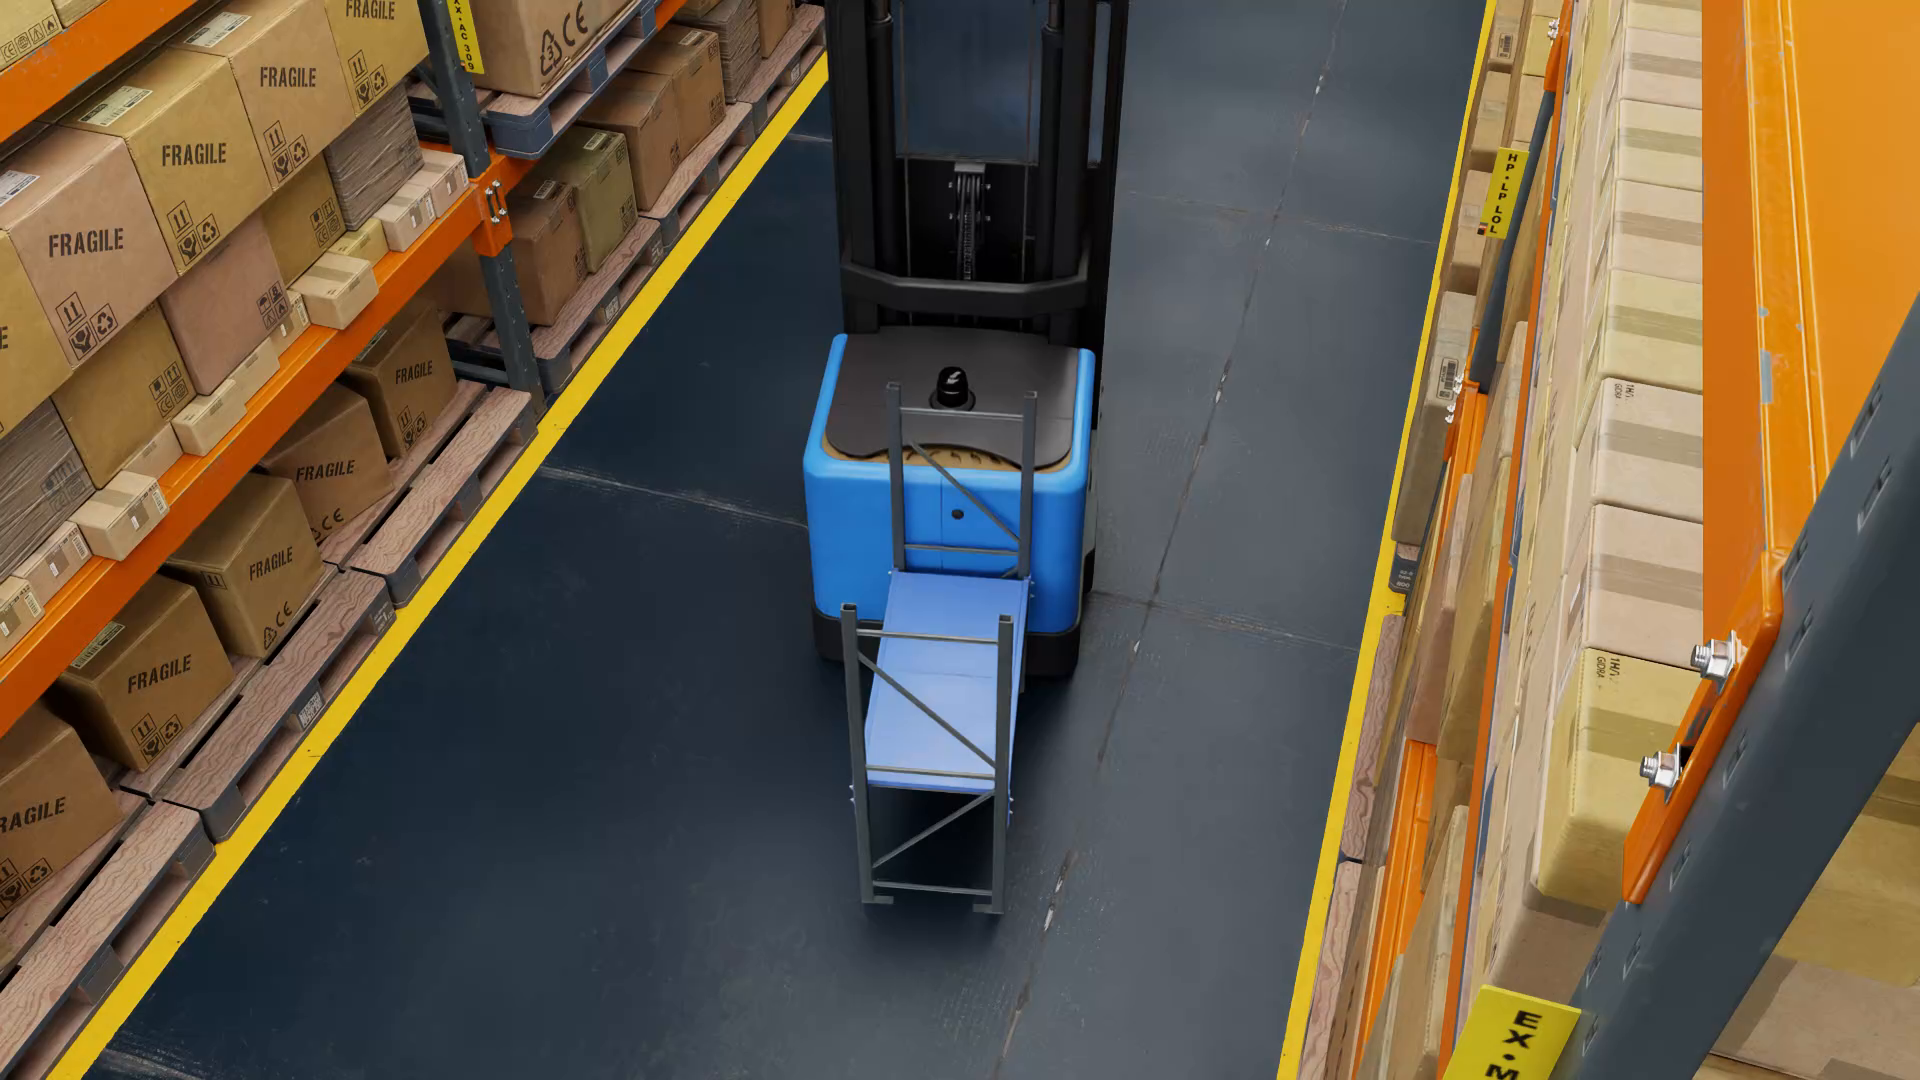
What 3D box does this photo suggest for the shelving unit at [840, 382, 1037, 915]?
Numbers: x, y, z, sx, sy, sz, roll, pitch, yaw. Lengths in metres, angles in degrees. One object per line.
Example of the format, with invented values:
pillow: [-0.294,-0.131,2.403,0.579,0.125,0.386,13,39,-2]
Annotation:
shelving unit: [-0.045,0.392,5.676,0.538,1.500,1.048,4,45,4]

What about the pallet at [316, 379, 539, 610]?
pallet: [-2.589,-0.290,7.294,1.003,0.211,1.213,13,46,13]

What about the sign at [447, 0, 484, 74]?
sign: [-1.900,-1.941,6.369,0.100,0.325,0.005,13,46,13]

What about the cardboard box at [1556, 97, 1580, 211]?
cardboard box: [1.459,-0.772,3.456,0.380,0.149,0.250,13,46,13]

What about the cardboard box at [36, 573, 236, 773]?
cardboard box: [-3.069,0.436,6.045,0.500,0.500,0.500,17,47,16]

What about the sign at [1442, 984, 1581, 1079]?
sign: [0.553,0.558,1.713,0.100,0.325,0.005,13,46,13]

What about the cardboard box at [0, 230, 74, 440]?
cardboard box: [-2.896,-0.549,4.566,0.500,0.500,0.500,13,46,13]

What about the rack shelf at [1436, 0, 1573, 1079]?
rack shelf: [1.672,-0.106,3.482,1.077,0.370,4.000,13,46,13]

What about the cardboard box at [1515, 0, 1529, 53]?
cardboard box: [2.791,-2.408,7.394,0.500,0.500,0.500,13,46,12]

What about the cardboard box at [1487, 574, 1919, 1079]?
cardboard box: [0.948,0.347,2.028,0.500,0.250,0.500,13,46,13]

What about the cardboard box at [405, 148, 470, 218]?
cardboard box: [-2.204,-1.446,6.662,0.380,0.149,0.250,13,46,13]

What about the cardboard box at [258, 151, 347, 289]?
cardboard box: [-2.799,-1.271,6.019,0.875,0.500,0.500,13,46,13]

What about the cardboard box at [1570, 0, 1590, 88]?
cardboard box: [1.613,-1.115,3.807,0.380,0.149,0.250,12,46,12]

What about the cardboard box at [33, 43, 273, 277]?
cardboard box: [-2.596,-1.216,5.248,0.500,0.500,0.500,13,46,13]

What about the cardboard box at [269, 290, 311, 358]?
cardboard box: [-2.593,-0.799,6.000,0.380,0.149,0.250,13,46,13]

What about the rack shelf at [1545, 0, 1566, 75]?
rack shelf: [2.883,-2.772,6.206,1.077,0.370,4.000,13,46,13]

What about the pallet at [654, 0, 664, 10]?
pallet: [-1.768,-3.011,8.219,1.003,0.211,1.213,13,46,13]

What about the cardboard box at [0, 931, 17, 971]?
cardboard box: [-3.425,1.255,5.208,0.500,0.500,0.500,21,48,20]

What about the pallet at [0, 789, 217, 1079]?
pallet: [-3.328,1.337,5.632,1.003,0.211,1.213,13,46,13]

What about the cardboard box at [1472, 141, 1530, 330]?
cardboard box: [2.181,-1.064,6.020,0.500,0.500,0.500,12,46,12]

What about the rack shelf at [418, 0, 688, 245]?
rack shelf: [-1.814,-2.818,8.398,1.077,0.370,4.000,13,46,13]

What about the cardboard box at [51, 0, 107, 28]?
cardboard box: [-2.626,-1.714,4.719,0.500,0.250,0.500,12,46,12]

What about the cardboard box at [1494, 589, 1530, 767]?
cardboard box: [0.998,0.242,2.420,0.380,0.149,0.250,13,46,13]

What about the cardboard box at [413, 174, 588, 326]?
cardboard box: [-2.213,-1.410,7.918,0.700,0.500,0.500,9,45,9]

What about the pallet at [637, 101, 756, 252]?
pallet: [-1.817,-2.080,9.124,1.003,0.211,1.213,13,46,13]

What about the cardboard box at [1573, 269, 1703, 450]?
cardboard box: [1.076,-0.217,2.319,0.380,0.149,0.250,13,46,13]

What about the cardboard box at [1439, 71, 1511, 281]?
cardboard box: [2.957,-1.666,8.015,1.050,0.750,0.750,13,46,13]

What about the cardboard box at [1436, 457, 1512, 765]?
cardboard box: [1.629,0.252,3.867,0.875,0.550,0.500,13,46,13]

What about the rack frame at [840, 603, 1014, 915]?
rack frame: [-0.095,0.746,5.315,0.500,1.500,0.032,4,45,4]

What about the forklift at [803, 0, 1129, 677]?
forklift: [0.083,-1.544,6.632,1.130,2.935,3.031,4,45,4]

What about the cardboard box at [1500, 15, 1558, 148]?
cardboard box: [2.487,-1.738,6.708,0.500,0.500,0.500,13,46,13]

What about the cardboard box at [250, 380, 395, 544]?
cardboard box: [-2.745,-0.357,6.856,0.500,0.500,0.500,27,50,25]

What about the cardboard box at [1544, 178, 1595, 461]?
cardboard box: [1.253,-0.321,2.711,0.500,0.250,0.500,12,46,12]

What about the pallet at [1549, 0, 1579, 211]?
pallet: [2.020,-1.121,4.069,1.003,0.211,1.213,13,46,13]

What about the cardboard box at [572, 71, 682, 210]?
cardboard box: [-1.881,-2.097,8.620,0.700,0.500,0.500,9,45,9]

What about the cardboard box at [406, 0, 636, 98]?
cardboard box: [-2.045,-2.606,6.938,1.000,1.000,1.000,13,46,13]

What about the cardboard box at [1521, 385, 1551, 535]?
cardboard box: [1.152,-0.098,2.767,0.380,0.149,0.250,12,46,12]

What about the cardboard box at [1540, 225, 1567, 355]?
cardboard box: [1.306,-0.435,3.112,0.380,0.149,0.250,13,46,13]

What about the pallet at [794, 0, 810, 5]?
pallet: [-0.897,-3.921,11.005,1.003,0.211,1.213,13,46,13]

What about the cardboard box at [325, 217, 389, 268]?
cardboard box: [-2.422,-1.128,6.336,0.380,0.149,0.250,13,46,13]

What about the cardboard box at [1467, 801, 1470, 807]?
cardboard box: [1.570,1.014,3.861,0.875,0.550,0.550,13,46,13]

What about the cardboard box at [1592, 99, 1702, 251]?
cardboard box: [1.230,-0.554,2.664,0.380,0.149,0.250,12,46,12]

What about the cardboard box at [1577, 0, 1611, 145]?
cardboard box: [1.559,-0.995,3.399,0.500,0.250,0.500,12,46,12]

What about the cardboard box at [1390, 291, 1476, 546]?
cardboard box: [2.380,-0.403,6.724,1.050,0.750,0.750,12,46,12]

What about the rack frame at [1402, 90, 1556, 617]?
rack frame: [2.277,-0.624,5.642,1.000,3.000,0.127,13,46,13]

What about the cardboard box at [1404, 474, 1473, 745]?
cardboard box: [1.756,0.278,4.613,0.875,0.550,0.550,13,46,13]

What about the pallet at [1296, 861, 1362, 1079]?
pallet: [1.605,1.679,5.282,1.003,0.211,1.213,13,46,13]

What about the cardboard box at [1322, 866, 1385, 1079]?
cardboard box: [1.473,1.599,4.589,0.875,0.875,0.875,12,46,12]

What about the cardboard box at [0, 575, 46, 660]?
cardboard box: [-2.995,0.213,4.967,0.380,0.149,0.250,13,46,13]

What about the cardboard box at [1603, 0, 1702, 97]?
cardboard box: [1.382,-0.892,3.009,0.380,0.149,0.250,12,46,12]

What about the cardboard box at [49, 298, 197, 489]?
cardboard box: [-3.046,-0.592,5.325,0.875,0.500,0.500,13,46,13]

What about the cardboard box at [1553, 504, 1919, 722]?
cardboard box: [0.922,0.127,1.968,0.380,0.149,0.250,13,46,13]

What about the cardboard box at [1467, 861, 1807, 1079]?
cardboard box: [0.844,0.581,2.074,0.380,0.149,0.250,12,46,12]

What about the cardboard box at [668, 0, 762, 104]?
cardboard box: [-1.547,-2.848,9.388,0.700,0.500,0.500,9,45,9]

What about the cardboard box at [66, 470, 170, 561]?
cardboard box: [-2.770,-0.104,5.291,0.380,0.149,0.250,13,46,13]

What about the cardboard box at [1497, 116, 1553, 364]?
cardboard box: [2.133,-0.825,4.968,0.875,0.550,0.550,13,46,13]

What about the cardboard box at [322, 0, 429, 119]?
cardboard box: [-2.293,-1.883,5.929,0.500,0.500,0.500,13,46,13]

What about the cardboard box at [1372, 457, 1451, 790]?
cardboard box: [2.020,0.390,5.825,0.875,0.875,0.875,13,46,13]

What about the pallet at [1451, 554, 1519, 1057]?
pallet: [1.281,0.505,2.406,1.003,0.211,1.213,13,46,13]

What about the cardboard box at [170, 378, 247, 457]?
cardboard box: [-2.672,-0.449,5.643,0.380,0.149,0.250,13,46,13]
